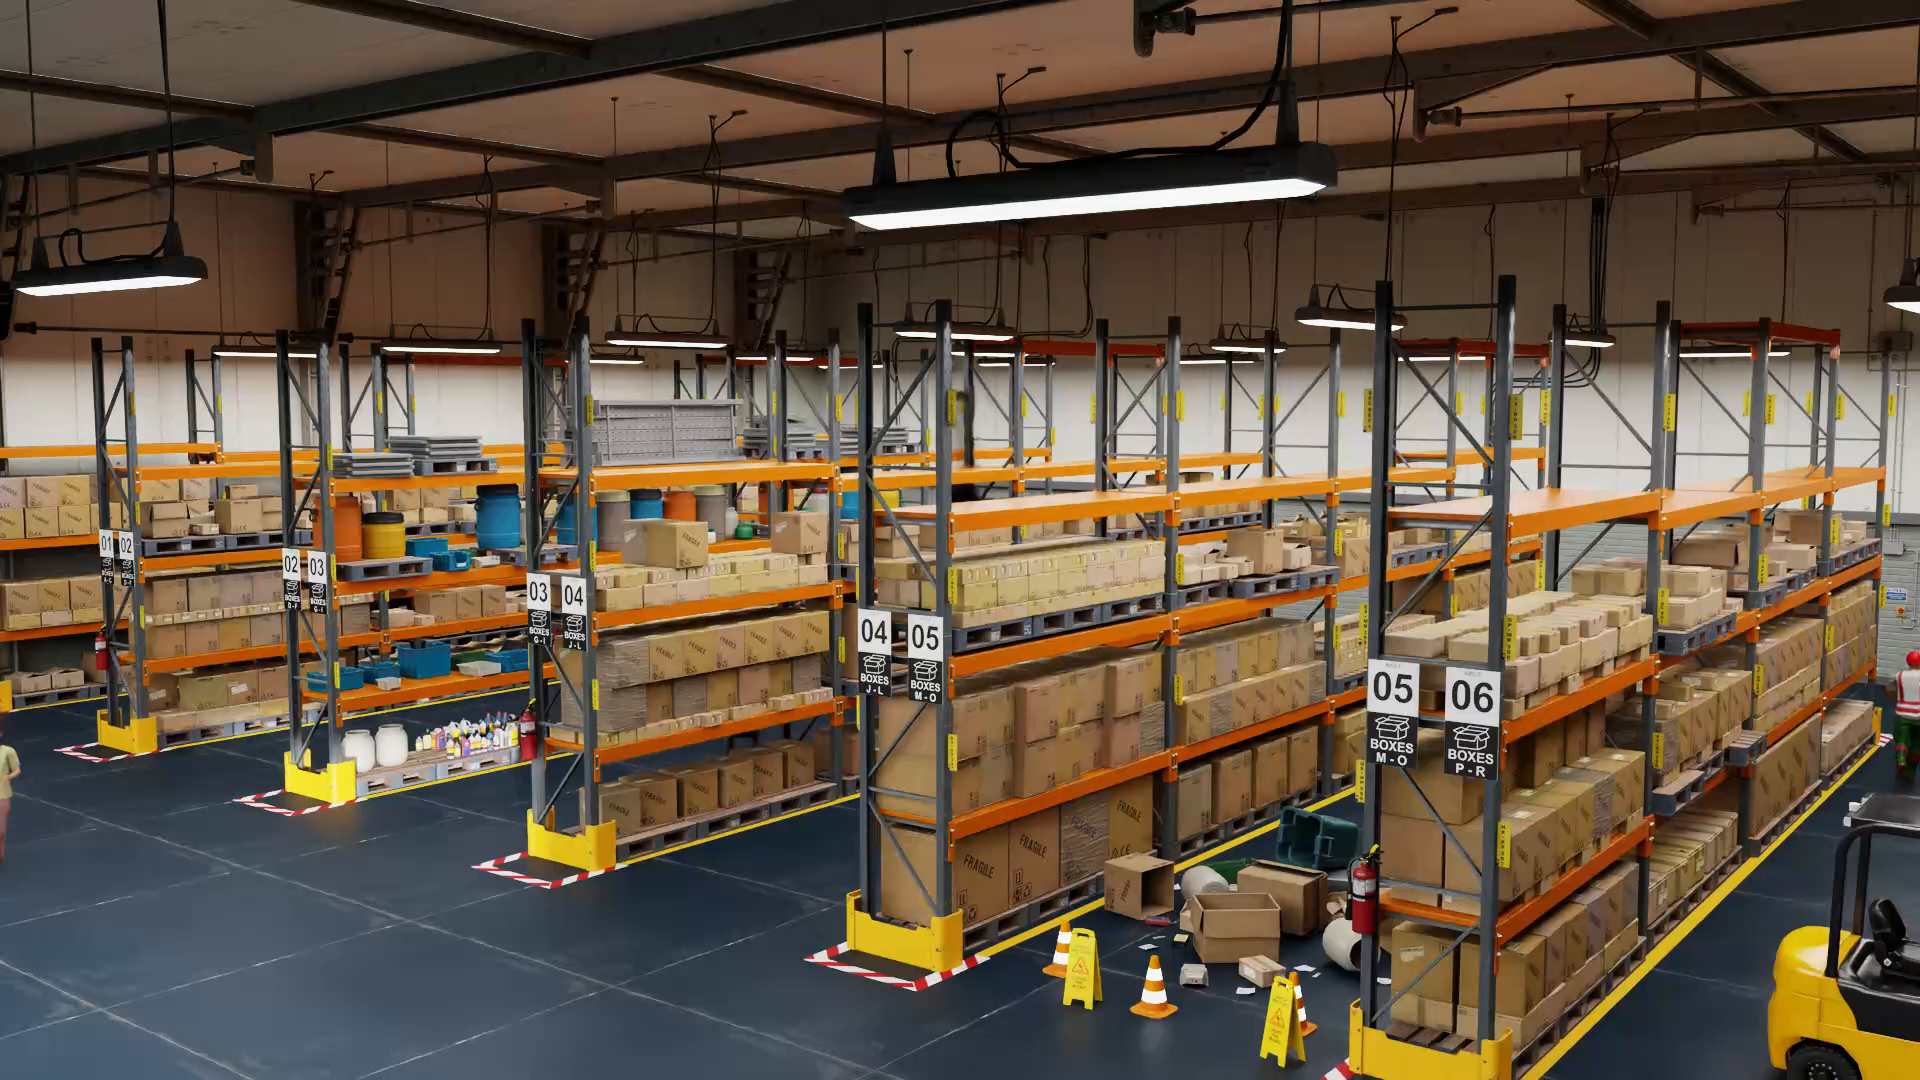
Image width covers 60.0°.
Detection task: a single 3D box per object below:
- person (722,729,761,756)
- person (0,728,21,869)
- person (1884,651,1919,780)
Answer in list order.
[{"bbox_3d":[-3.090,2.361,23.235,0.574,1.651,0.937,3,6,35],"label":"person"},{"bbox_3d":[-10.367,2.790,17.826,0.555,1.684,0.676,-3,6,-33],"label":"person"},{"bbox_3d":[12.631,2.350,22.074,0.661,1.768,0.901,3,6,33],"label":"person"}]
